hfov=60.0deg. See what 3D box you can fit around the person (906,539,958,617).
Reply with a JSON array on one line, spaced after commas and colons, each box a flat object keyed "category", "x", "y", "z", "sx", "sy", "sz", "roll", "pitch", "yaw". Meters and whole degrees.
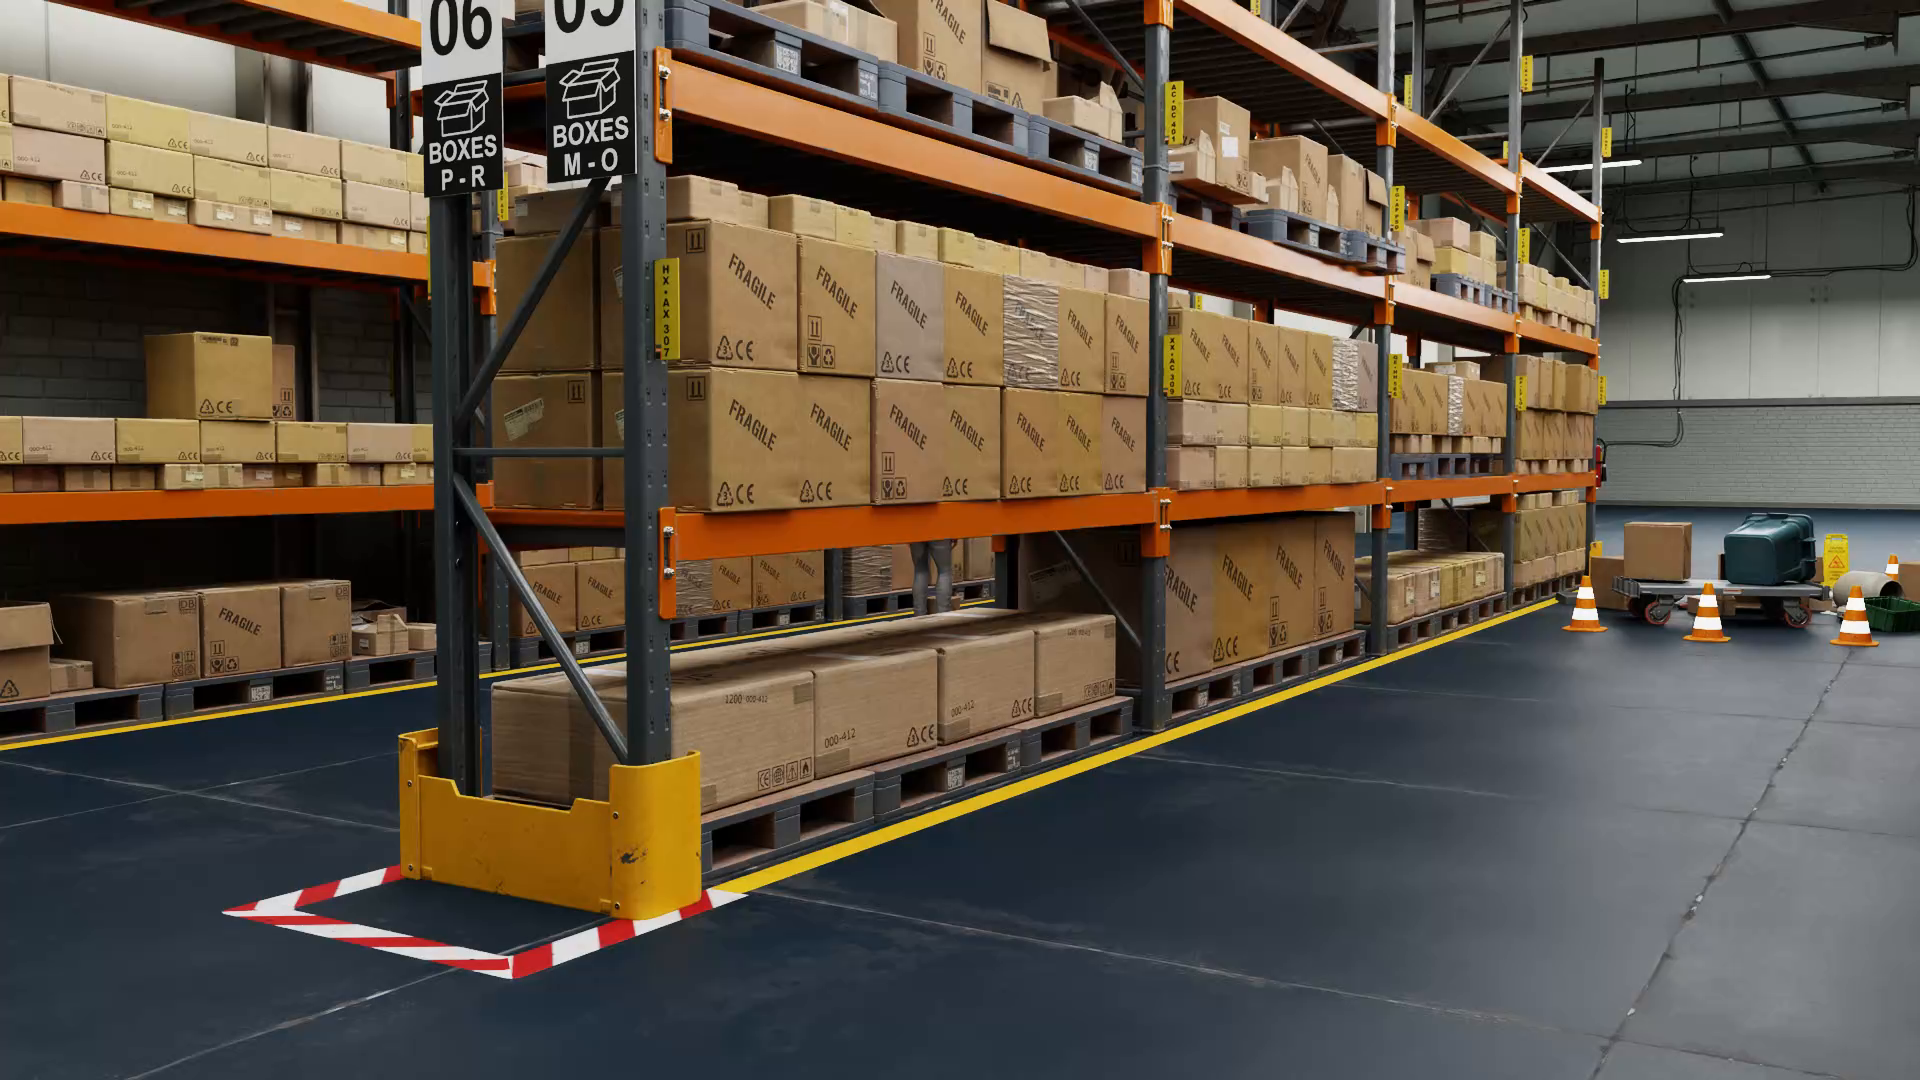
[{"category": "person", "x": -0.248, "y": -0.063, "z": 14.352, "sx": 0.509, "sy": 1.657, "sz": 0.425, "roll": 1, "pitch": 3, "yaw": 23}]
